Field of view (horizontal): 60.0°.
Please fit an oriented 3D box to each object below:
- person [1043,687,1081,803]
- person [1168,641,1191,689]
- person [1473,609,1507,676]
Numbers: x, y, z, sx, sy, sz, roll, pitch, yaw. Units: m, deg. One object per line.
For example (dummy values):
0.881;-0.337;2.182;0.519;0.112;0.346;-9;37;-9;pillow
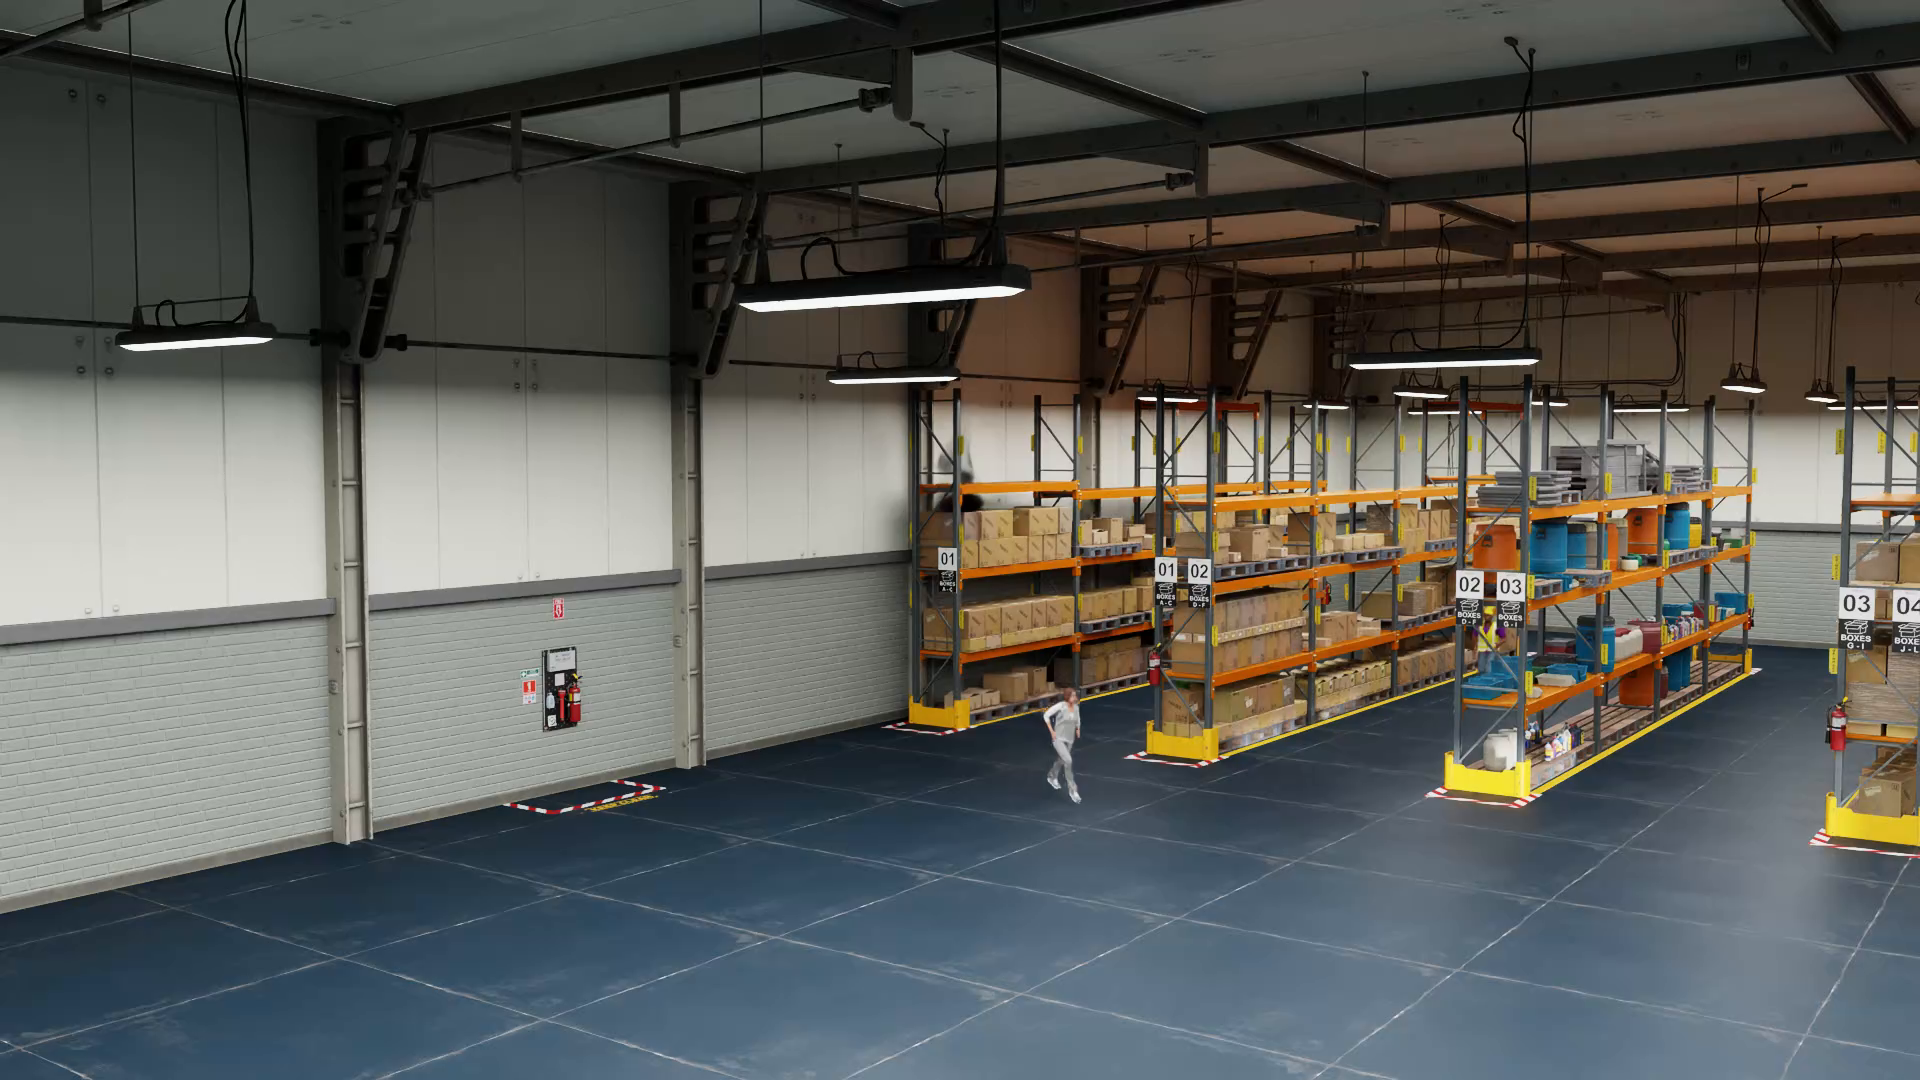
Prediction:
1.456;2.870;23.608;0.556;1.578;0.893;-2;4;-32;person
4.194;2.407;30.874;0.665;1.726;0.970;2;4;27;person
10.593;2.243;33.336;0.686;1.731;0.617;2;4;30;person
